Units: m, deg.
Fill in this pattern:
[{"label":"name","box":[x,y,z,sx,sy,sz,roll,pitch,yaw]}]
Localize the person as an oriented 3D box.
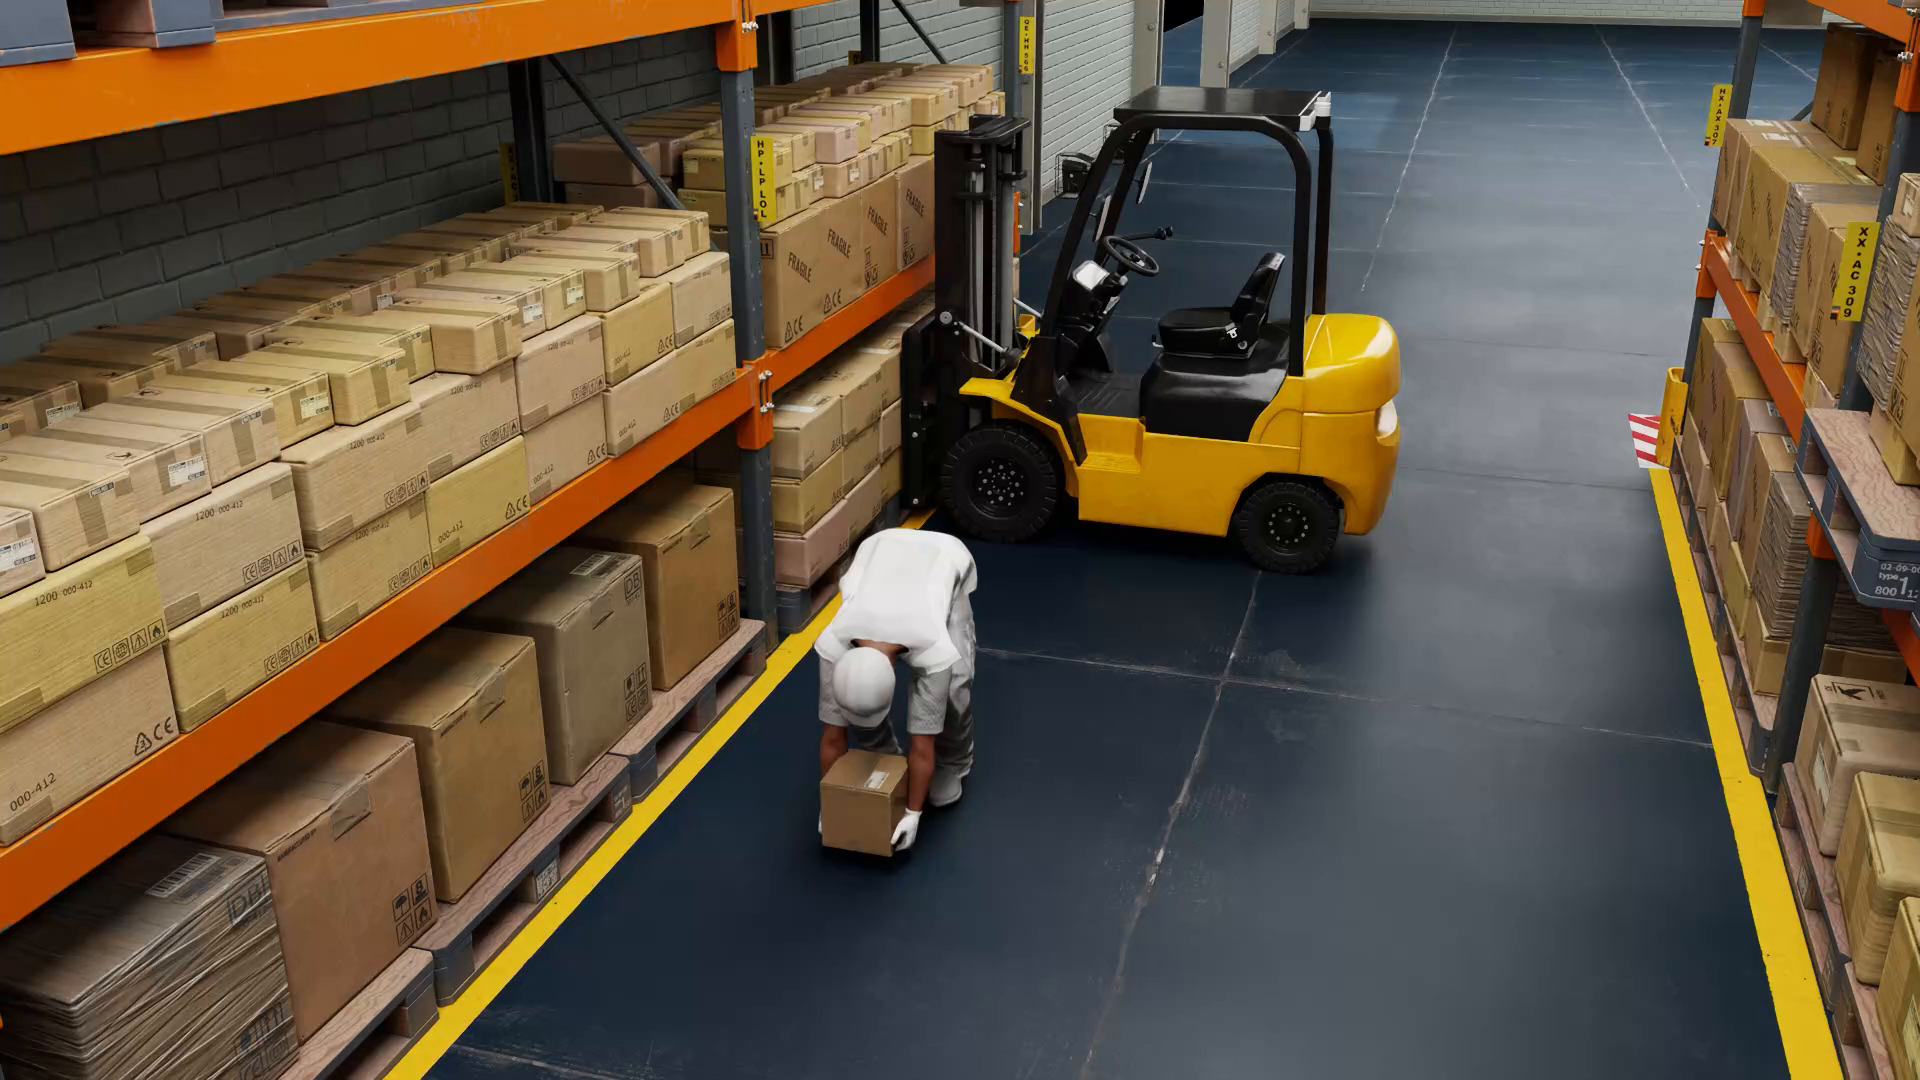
[{"label":"person","box":[-0.219,0.517,5.834,0.516,0.987,0.981,5,22,13]}]
